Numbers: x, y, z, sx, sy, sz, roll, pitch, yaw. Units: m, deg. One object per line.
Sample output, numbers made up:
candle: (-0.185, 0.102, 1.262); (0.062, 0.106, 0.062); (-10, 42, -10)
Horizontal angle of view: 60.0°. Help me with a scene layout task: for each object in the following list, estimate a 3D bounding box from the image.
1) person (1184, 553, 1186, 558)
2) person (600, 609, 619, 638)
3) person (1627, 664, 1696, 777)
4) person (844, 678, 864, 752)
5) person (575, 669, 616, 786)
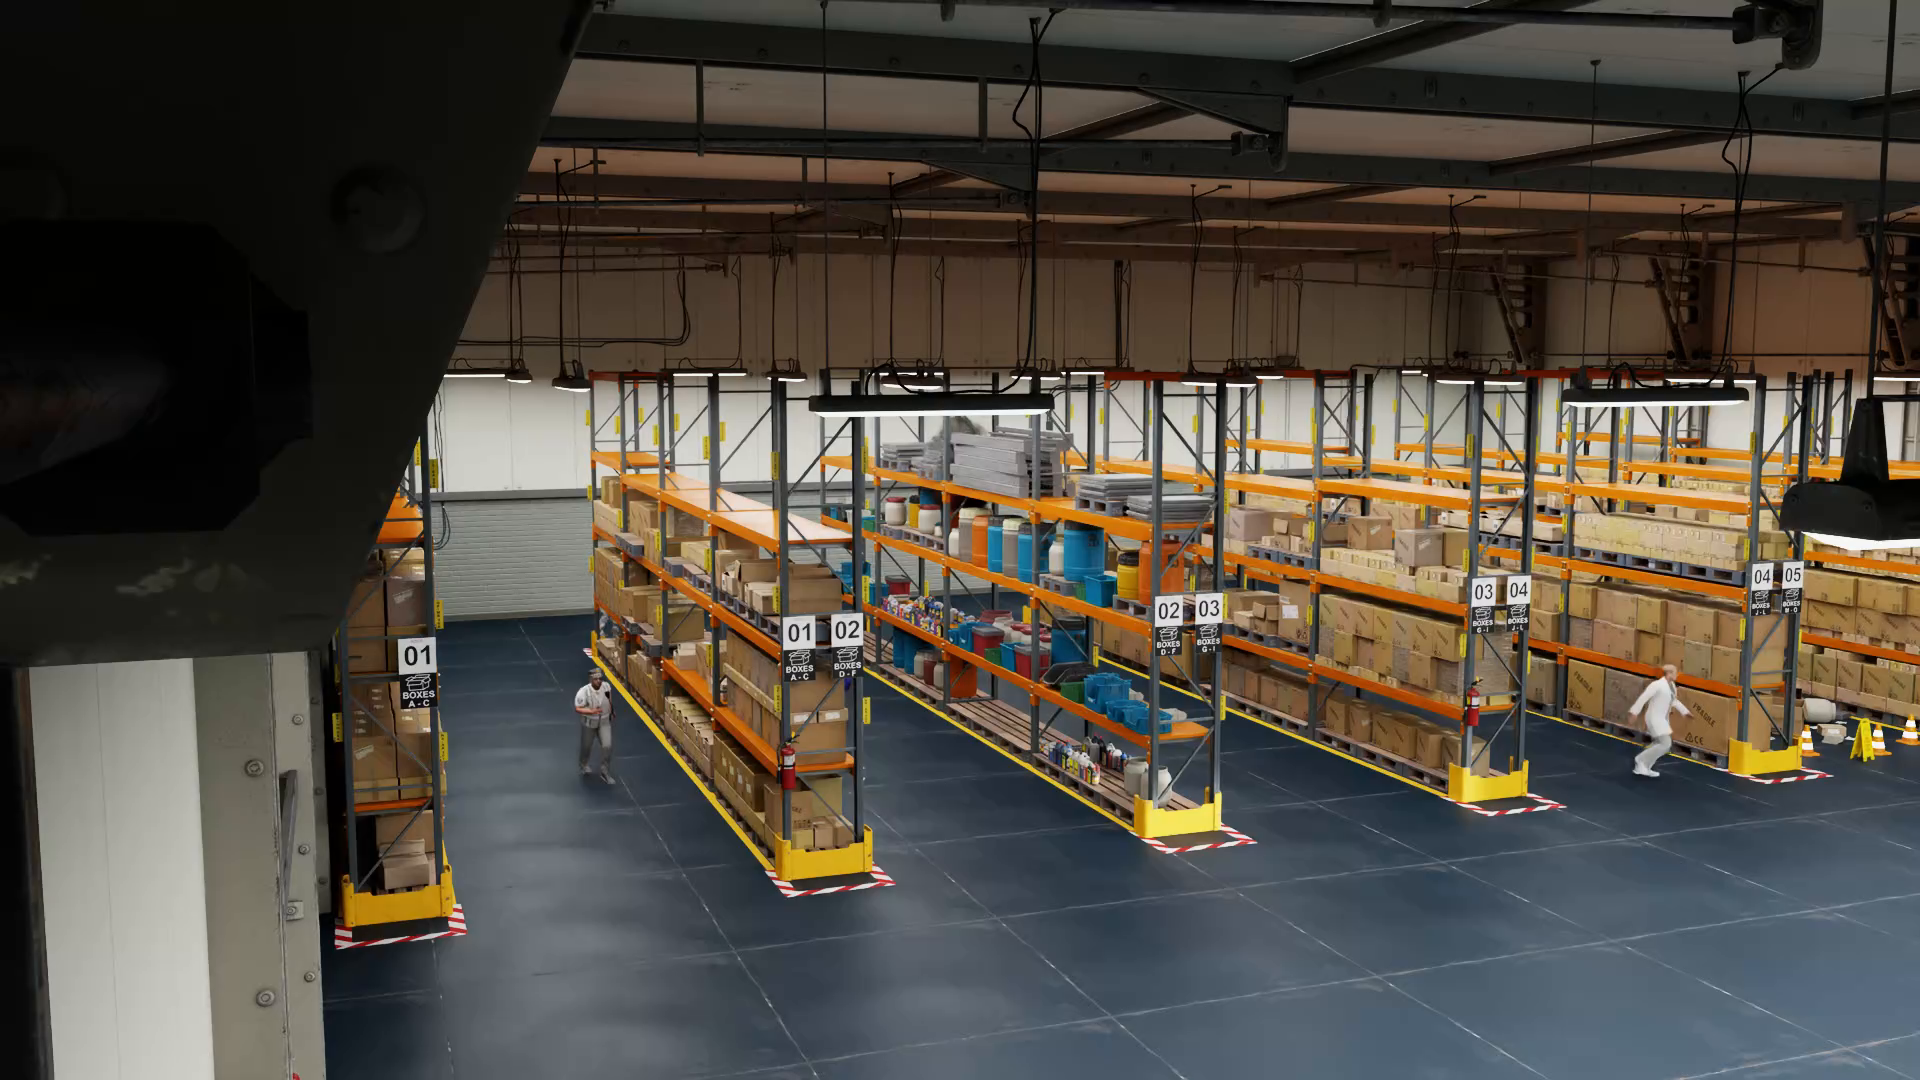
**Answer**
person: (5.568, 0.818, 42.687); (0.579, 1.558, 0.626); (4, 7, 32)
person: (-7.728, 1.327, 36.916); (0.798, 1.800, 0.645); (4, 8, 32)
person: (10.478, 2.731, 24.788); (0.812, 1.653, 0.710); (6, 9, 42)
person: (-1.898, 2.599, 26.634); (0.770, 1.600, 0.628); (2, 7, 21)
person: (-5.419, 2.726, 24.681); (0.667, 1.748, 1.001); (-3, 7, -28)
